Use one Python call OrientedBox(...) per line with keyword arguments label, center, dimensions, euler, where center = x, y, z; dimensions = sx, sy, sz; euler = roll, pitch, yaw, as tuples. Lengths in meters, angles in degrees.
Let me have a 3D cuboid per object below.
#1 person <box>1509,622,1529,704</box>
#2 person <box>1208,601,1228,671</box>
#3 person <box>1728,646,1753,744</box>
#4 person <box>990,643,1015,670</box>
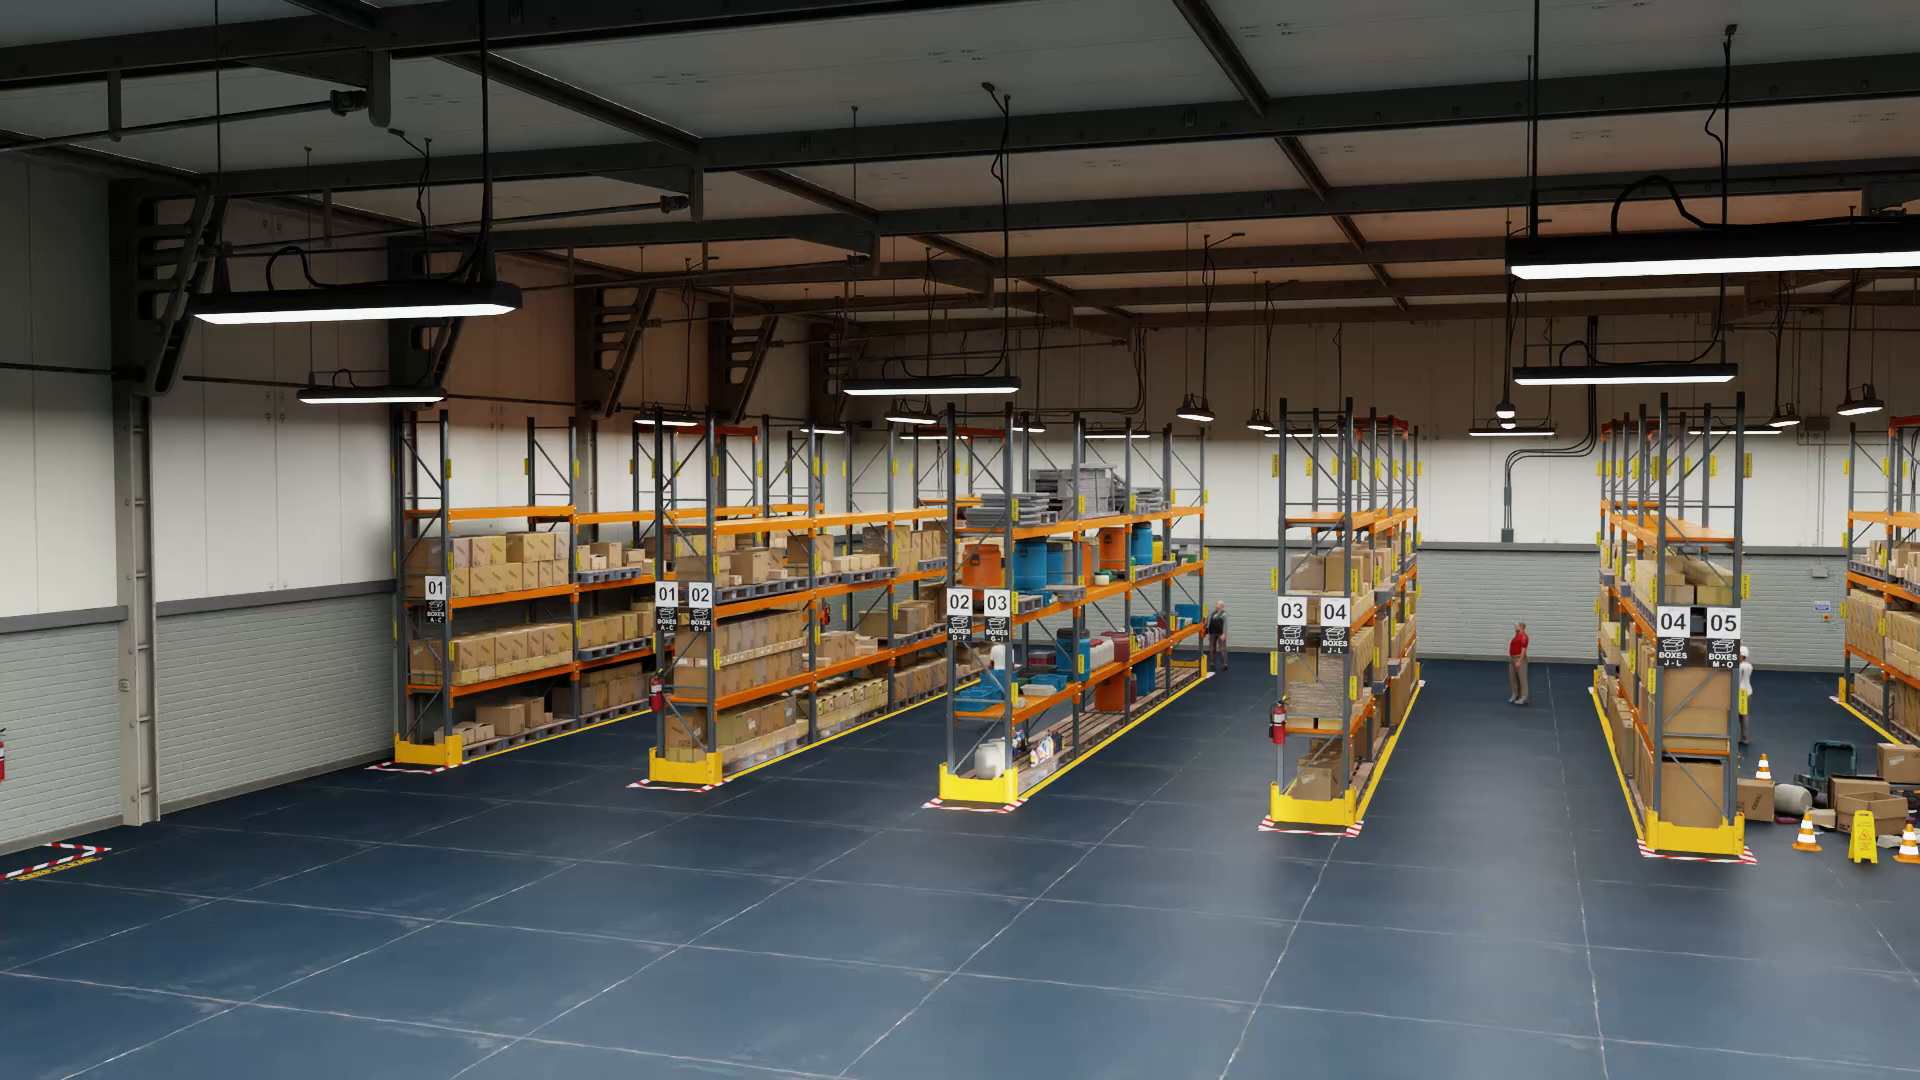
OrientedBox(label="person", center=(11.943, 2.613, 35.579), dimensions=(0.432, 1.737, 0.545), euler=(-1, 3, -19))
OrientedBox(label="person", center=(6.421, 2.370, 41.359), dimensions=(0.541, 1.726, 0.427), euler=(2, 3, 33))
OrientedBox(label="person", center=(14.191, 2.824, 30.275), dimensions=(0.562, 1.780, 0.408), euler=(-1, 3, -20))
OrientedBox(label="person", center=(0.843, 2.693, 33.027), dimensions=(0.602, 1.757, 0.574), euler=(-2, 3, -36))
